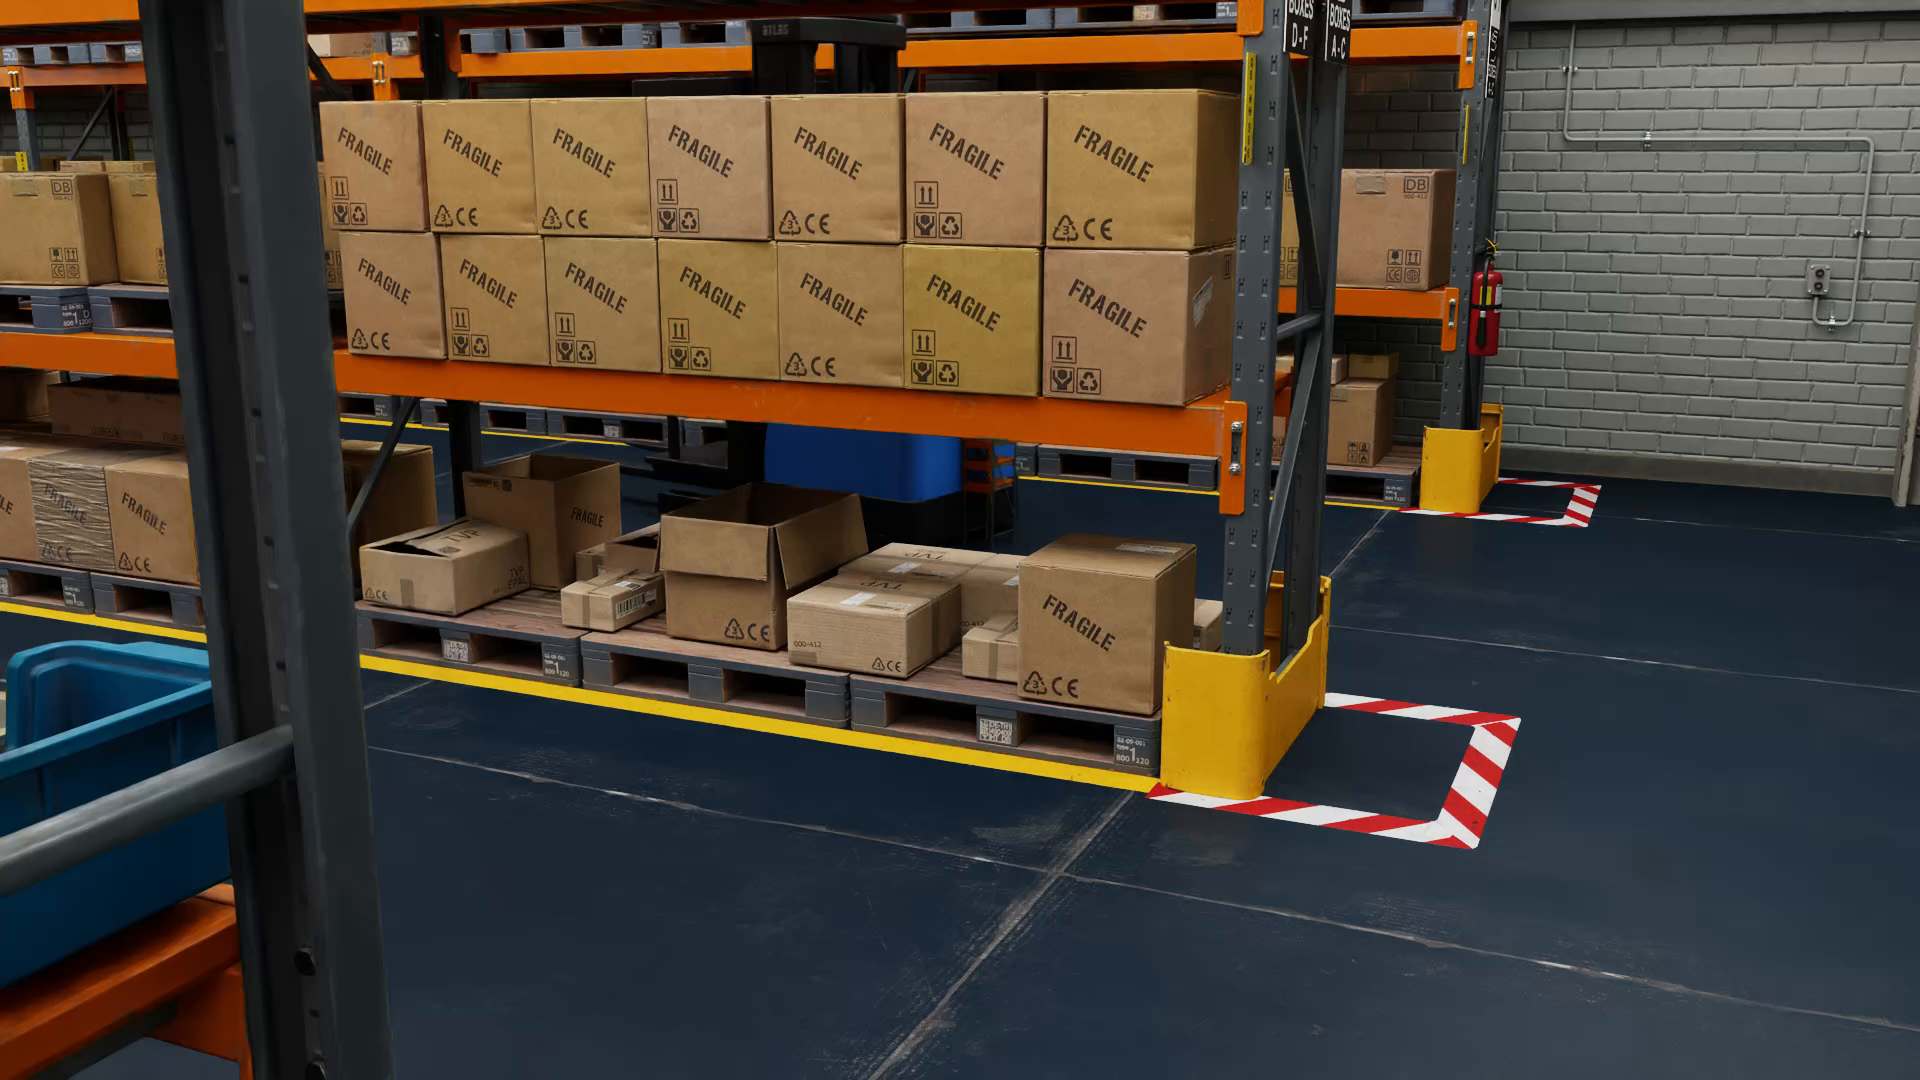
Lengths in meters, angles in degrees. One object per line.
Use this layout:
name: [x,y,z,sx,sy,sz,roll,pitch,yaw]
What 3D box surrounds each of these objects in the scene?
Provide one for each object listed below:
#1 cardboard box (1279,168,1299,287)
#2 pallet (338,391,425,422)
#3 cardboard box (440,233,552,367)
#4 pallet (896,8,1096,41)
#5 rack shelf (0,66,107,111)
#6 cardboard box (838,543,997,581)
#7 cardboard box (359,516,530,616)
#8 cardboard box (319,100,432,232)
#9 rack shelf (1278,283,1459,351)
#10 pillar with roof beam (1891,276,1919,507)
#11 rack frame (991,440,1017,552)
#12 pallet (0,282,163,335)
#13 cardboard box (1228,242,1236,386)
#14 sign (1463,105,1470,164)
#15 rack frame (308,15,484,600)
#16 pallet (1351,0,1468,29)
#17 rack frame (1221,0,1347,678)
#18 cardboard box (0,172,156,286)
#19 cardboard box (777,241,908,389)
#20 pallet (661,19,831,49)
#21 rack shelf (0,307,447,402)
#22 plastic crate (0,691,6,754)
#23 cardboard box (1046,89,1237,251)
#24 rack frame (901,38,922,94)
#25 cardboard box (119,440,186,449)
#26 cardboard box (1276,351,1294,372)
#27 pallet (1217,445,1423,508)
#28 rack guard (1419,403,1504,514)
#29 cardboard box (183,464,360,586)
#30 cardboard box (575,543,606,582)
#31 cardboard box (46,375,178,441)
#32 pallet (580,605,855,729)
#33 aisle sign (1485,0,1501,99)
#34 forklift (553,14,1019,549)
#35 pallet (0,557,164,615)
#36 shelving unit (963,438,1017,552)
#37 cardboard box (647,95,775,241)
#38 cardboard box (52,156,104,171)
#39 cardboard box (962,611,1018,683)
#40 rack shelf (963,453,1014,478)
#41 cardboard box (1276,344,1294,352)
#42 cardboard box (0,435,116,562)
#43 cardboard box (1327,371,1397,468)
cardboard box: [1.991,-2.008,10.589,0.700,0.700,0.980,6,14,23]
pallet: [-4.897,-1.207,13.937,1.213,0.211,1.003,6,14,23]
cardboard box: [-1.704,-0.985,6.667,0.500,0.500,0.500,6,15,24]
pallet: [0.218,-3.461,11.067,1.213,0.211,1.003,6,14,23]
rack shelf: [-9.669,-4.157,15.414,4.000,0.370,1.077,6,14,23]
cardboard box: [-0.168,0.206,6.868,0.500,0.250,0.500,6,14,23]
cardboard box: [-2.233,0.092,7.219,0.500,0.311,0.500,6,14,23]
cardboard box: [-2.212,-1.520,6.759,0.500,0.500,0.500,6,15,25]
rack shelf: [1.303,-1.587,11.025,4.000,0.370,1.077,6,14,23]
pillar with roof beam: [4.207,-3.704,5.342,0.400,9.000,9.100,6,14,23]
rack frame: [0.239,-0.543,8.943,0.006,1.200,0.240,9,16,34]
pallet: [-4.406,-1.185,8.157,1.213,0.211,1.003,6,14,23]
cardboard box: [0.830,-0.862,6.142,0.500,0.500,0.500,6,15,24]
sign: [2.899,-2.319,9.517,0.005,0.325,0.100,6,14,23]
rack frame: [-2.529,-1.087,7.321,0.127,3.000,1.000,6,14,23]
pallet: [2.449,-3.235,10.105,1.213,0.211,1.003,6,14,23]
rack frame: [1.129,-0.717,5.743,0.127,3.000,1.000,6,14,23]
cardboard box: [-4.169,-1.491,7.903,0.500,0.500,0.700,2,13,9]
cardboard box: [-0.321,-0.845,6.069,0.500,0.500,0.500,6,14,24]
pallet: [-1.384,-3.564,11.728,1.217,0.209,0.805,5,14,21]
rack shelf: [-4.357,-0.922,8.191,4.000,0.370,1.077,6,14,23]
plastic crate: [-1.233,0.278,1.950,0.298,0.136,0.250,6,14,23]
cardboard box: [0.610,-1.236,5.548,0.500,0.500,0.500,6,14,23]
rack frame: [-0.526,-2.122,11.731,0.127,3.000,1.000,6,14,23]
cardboard box: [-3.818,-0.275,8.368,0.500,0.500,0.500,6,14,24]
cardboard box: [2.026,-1.096,10.493,0.250,0.149,0.380,6,15,25]
pallet: [2.369,-0.452,10.718,1.213,0.211,1.003,6,14,23]
rack guard: [3.153,-0.533,10.430,0.348,0.500,1.175,6,14,23]
cardboard box: [-3.096,-0.070,7.495,0.500,0.500,0.500,6,14,23]
cardboard box: [-1.526,0.103,7.529,0.250,0.149,0.380,6,14,23]
cardboard box: [-4.245,-0.684,8.470,0.500,0.250,0.500,5,14,22]
pallet: [-0.782,0.447,6.888,1.213,0.211,1.003,6,14,23]
aisle sign: [3.076,-2.948,9.562,0.004,0.787,0.394,6,14,23]
forklift: [-1.162,-1.608,9.691,3.031,2.935,1.130,9,16,34]
pallet: [-4.407,0.091,8.406,1.213,0.211,1.003,6,14,23]
shelving unit: [0.164,-0.555,8.995,0.189,1.200,0.258,9,16,34]
cardboard box: [-0.798,-1.377,6.150,0.500,0.500,0.500,6,15,25]
cardboard box: [-8.185,-3.251,15.187,0.500,0.500,0.500,5,14,22]
cardboard box: [0.198,0.393,6.252,0.250,0.166,0.380,6,14,23]
rack shelf: [0.164,-0.395,9.033,0.180,0.103,0.258,9,16,34]
cardboard box: [2.183,-1.176,10.832,0.250,0.149,0.380,6,14,23]
cardboard box: [-4.469,-0.210,8.094,0.500,0.500,0.500,5,14,21]
cardboard box: [2.451,-0.783,10.579,0.500,0.500,0.700,6,14,23]
